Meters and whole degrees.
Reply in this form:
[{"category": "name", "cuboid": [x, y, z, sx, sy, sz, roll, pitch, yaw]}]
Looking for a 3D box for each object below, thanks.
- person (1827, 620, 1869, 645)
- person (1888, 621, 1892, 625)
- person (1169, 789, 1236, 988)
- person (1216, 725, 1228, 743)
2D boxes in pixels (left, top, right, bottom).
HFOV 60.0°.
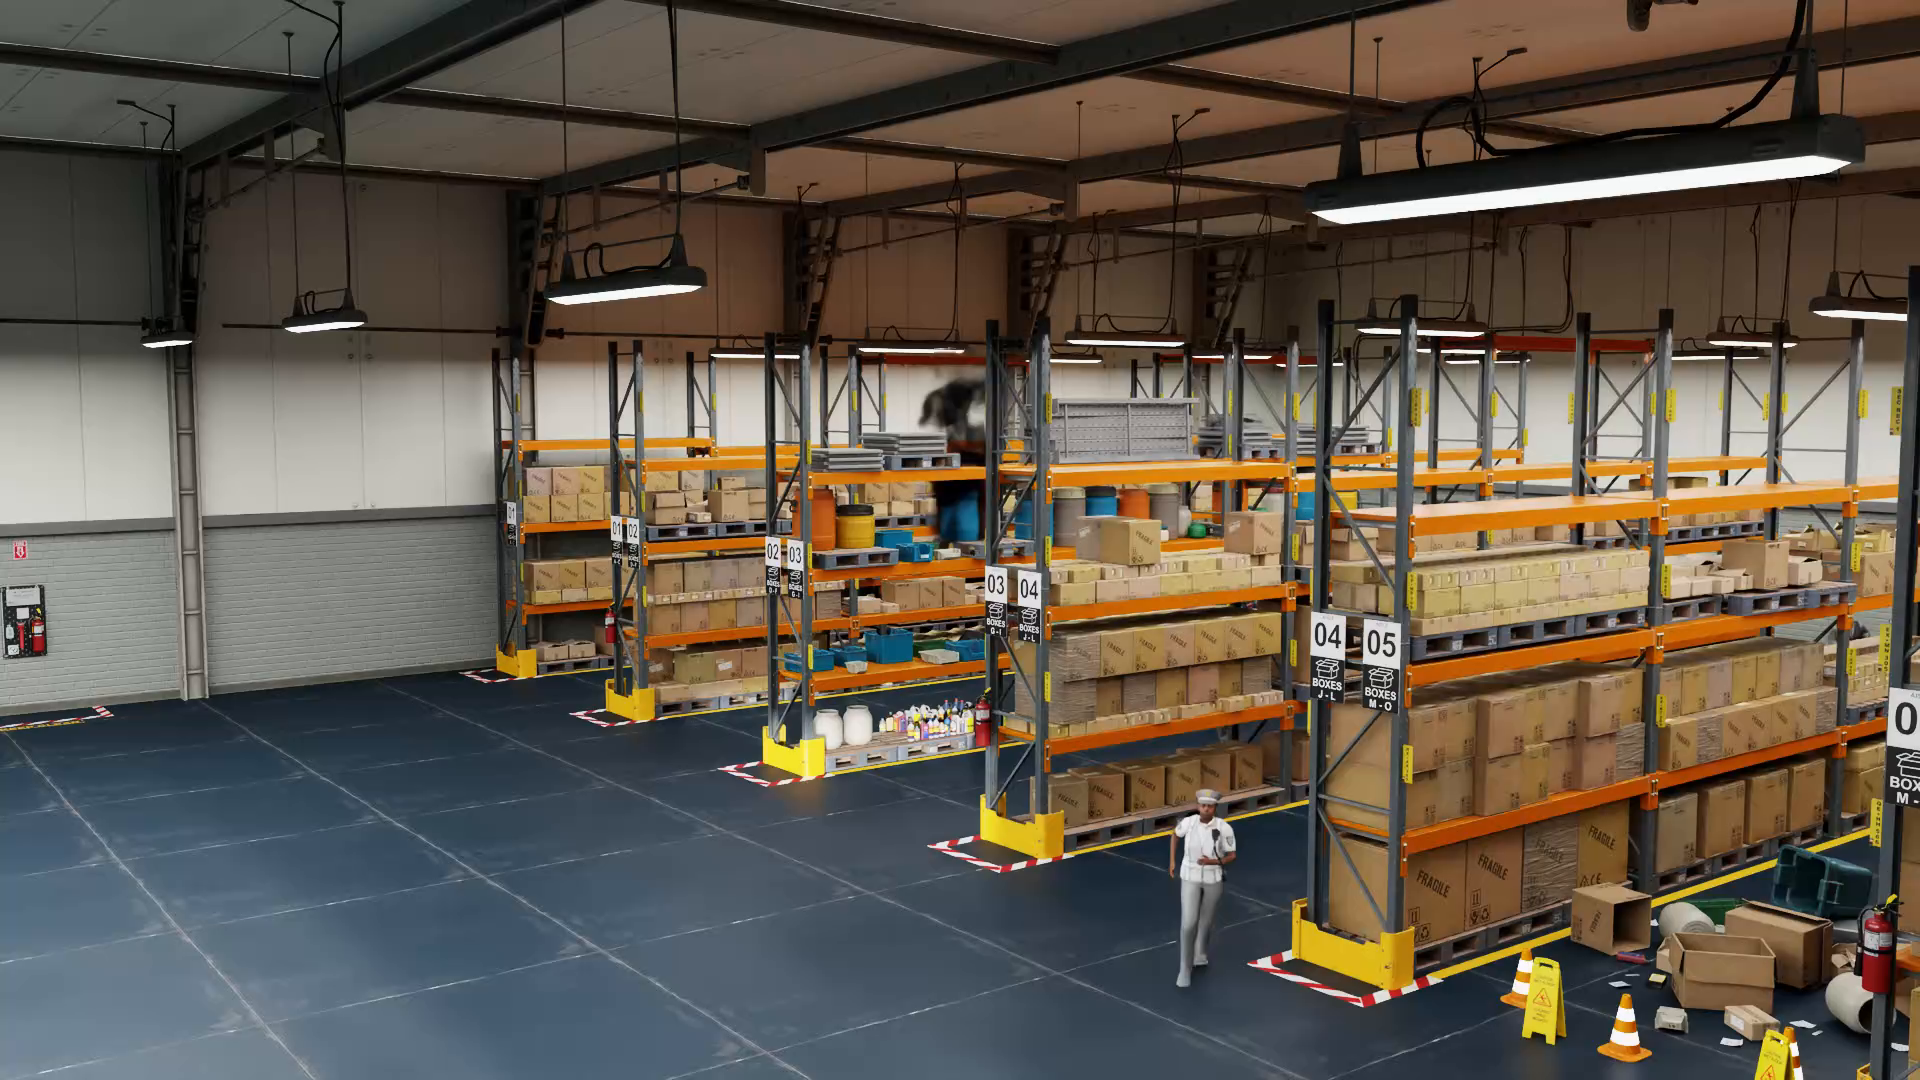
[{"category": "person", "cuboid": [14.588, 1.962, 27.262, 0.705, 1.735, 0.678, 2, 5, 23]}, {"category": "person", "cuboid": [14.146, 2.072, 25.083, 0.772, 1.815, 0.648, -3, 6, -31]}, {"category": "person", "cuboid": [2.146, 3.048, 14.725, 0.582, 1.757, 0.661, 1, 5, 8]}, {"category": "person", "cuboid": [3.580, 2.008, 22.856, 0.552, 1.740, 0.653, -4, 7, -40]}]
